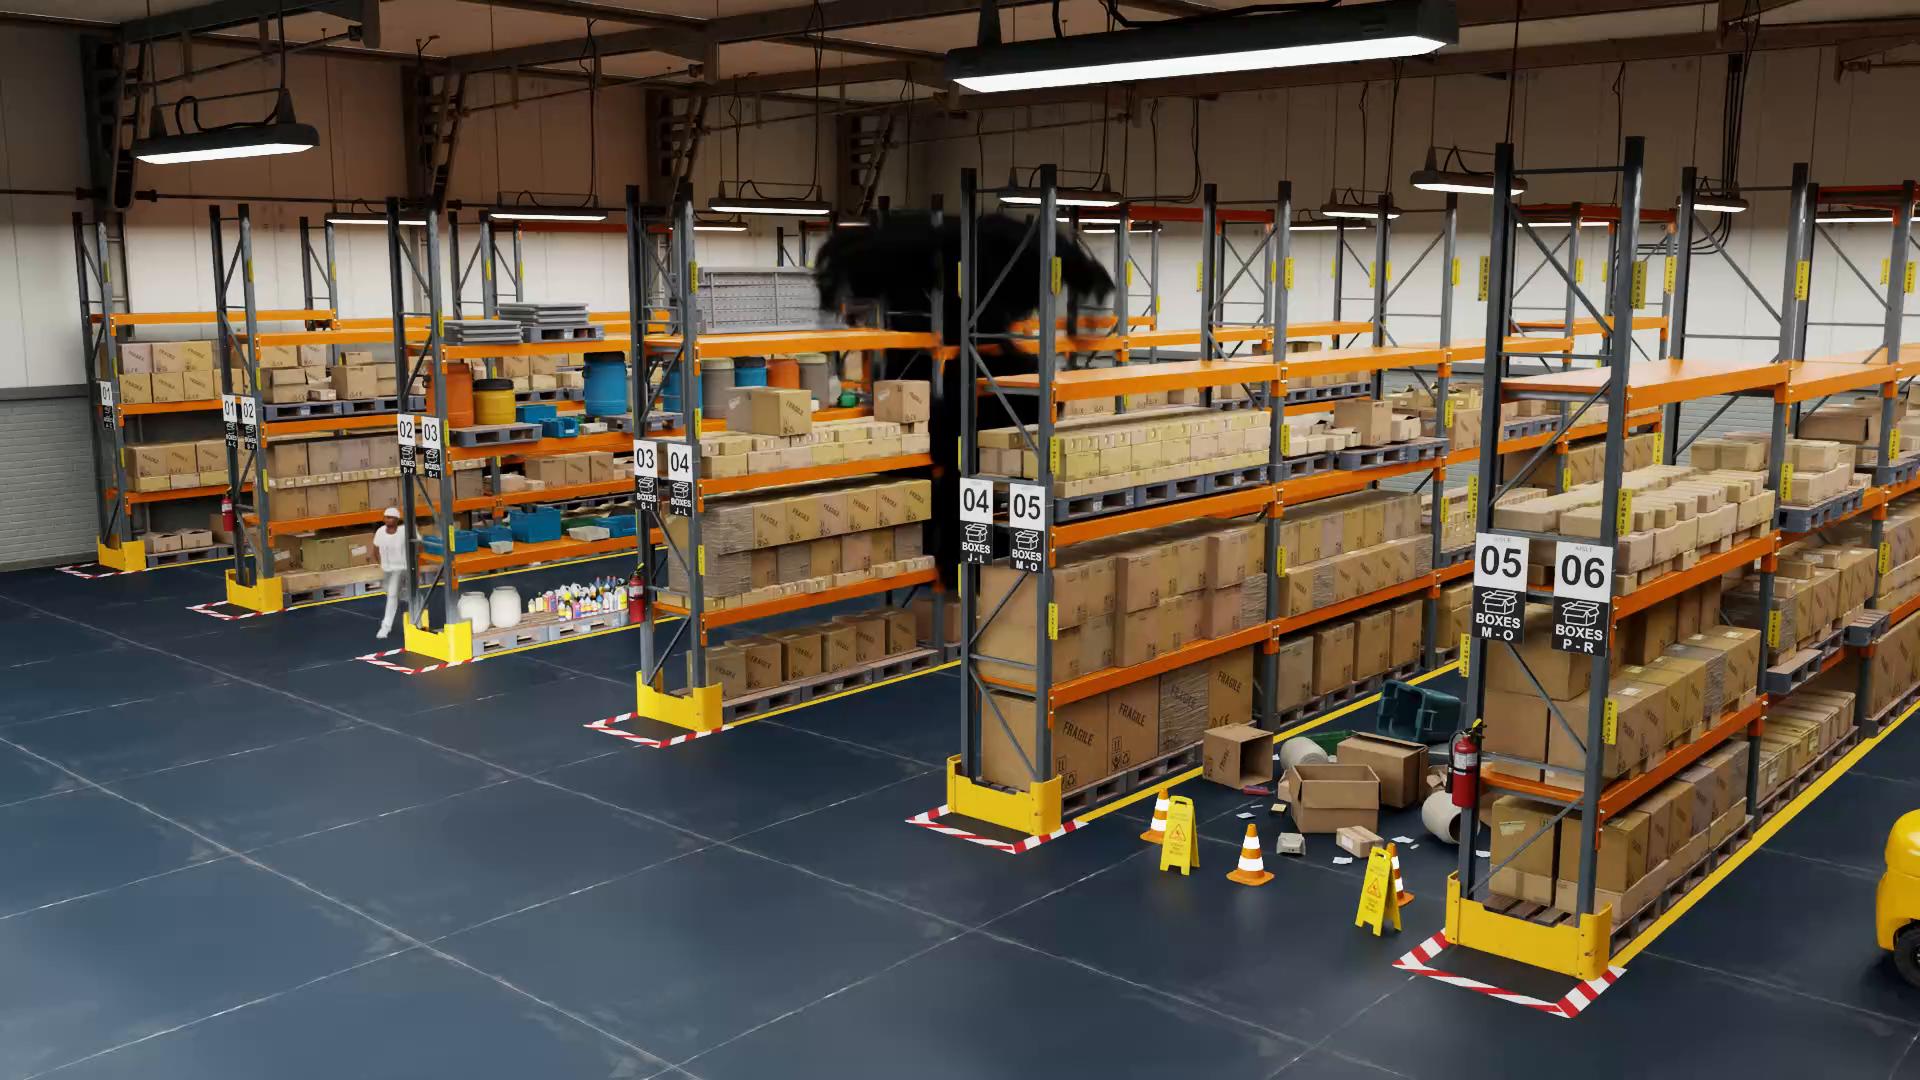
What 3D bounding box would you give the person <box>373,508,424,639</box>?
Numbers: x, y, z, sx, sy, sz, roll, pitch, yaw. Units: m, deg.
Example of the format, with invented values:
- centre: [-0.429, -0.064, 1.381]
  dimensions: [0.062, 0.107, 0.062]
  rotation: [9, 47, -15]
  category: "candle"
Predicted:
- centre: [-7.984, 0.414, 23.509]
  dimensions: [0.663, 1.776, 1.140]
  rotation: [4, 10, 23]
  category: "person"
